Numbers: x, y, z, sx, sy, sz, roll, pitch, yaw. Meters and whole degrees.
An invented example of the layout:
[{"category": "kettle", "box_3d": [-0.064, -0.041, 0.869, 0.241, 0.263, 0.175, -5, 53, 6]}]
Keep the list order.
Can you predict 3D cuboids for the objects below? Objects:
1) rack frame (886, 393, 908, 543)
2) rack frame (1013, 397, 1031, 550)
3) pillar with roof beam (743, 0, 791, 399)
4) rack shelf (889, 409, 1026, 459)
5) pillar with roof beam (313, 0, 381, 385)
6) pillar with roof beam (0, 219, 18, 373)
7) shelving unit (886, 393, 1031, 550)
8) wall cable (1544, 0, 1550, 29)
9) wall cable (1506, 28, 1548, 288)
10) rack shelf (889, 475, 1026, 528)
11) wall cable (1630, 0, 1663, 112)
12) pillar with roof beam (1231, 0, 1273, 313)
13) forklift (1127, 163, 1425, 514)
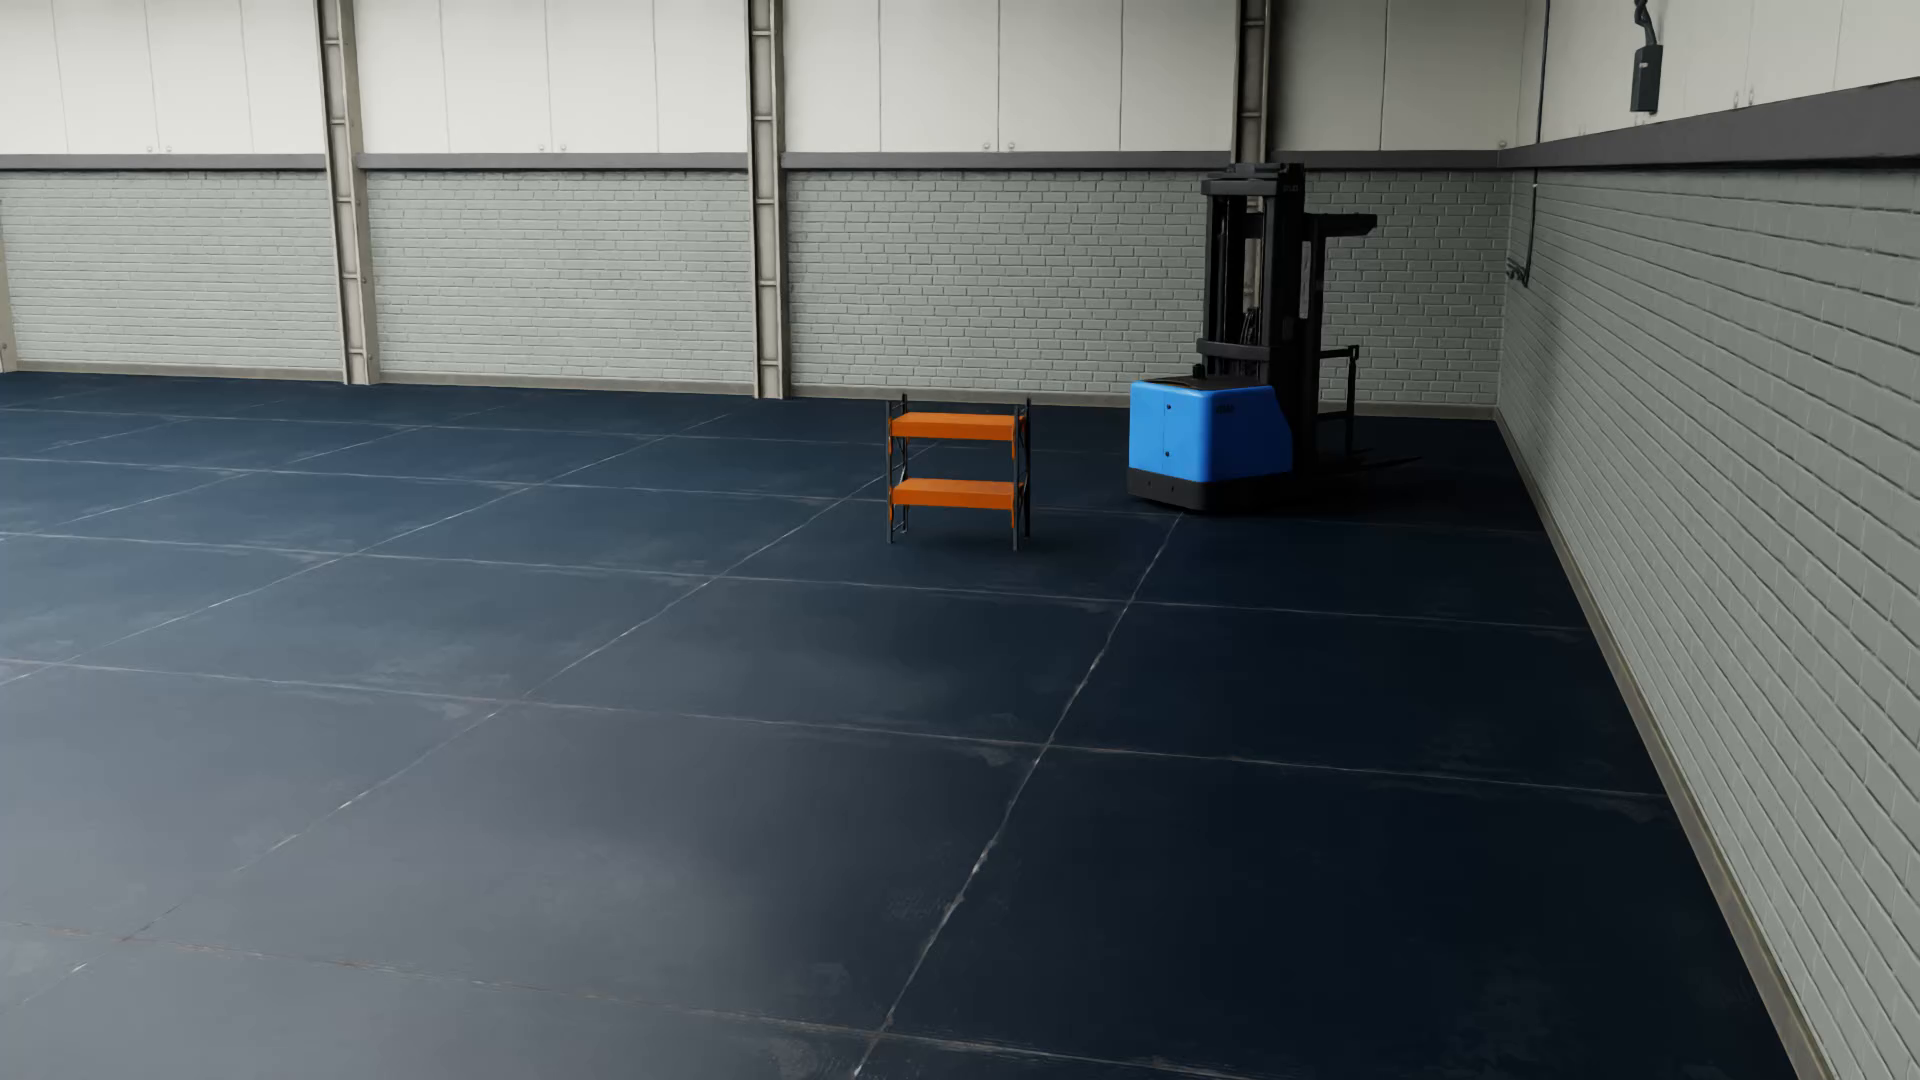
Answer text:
[{"category": "rack frame", "box_3d": [-0.500, -0.576, 13.232, 0.032, 1.125, 0.500, 3, 13, 14]}, {"category": "rack frame", "box_3d": [0.487, -0.523, 12.995, 0.032, 1.125, 0.500, 3, 13, 14]}, {"category": "pillar with roof beam", "box_3d": [-3.463, -5.341, 16.530, 0.400, 9.000, 9.100, 3, 13, 14]}, {"category": "rack shelf", "box_3d": [-0.007, -0.835, 13.050, 1.000, 0.278, 0.538, 3, 13, 14]}, {"category": "pillar with roof beam", "box_3d": [-9.288, -5.652, 17.934, 0.400, 9.000, 9.100, 3, 13, 14]}, {"category": "pillar with roof beam", "box_3d": [-15.113, -5.964, 19.337, 0.400, 9.000, 9.100, 3, 13, 14]}, {"category": "shelving unit", "box_3d": [-0.007, -0.549, 13.113, 1.048, 1.125, 0.538, 3, 13, 14]}, {"category": "wall cable", "box_3d": [5.289, -5.885, 14.490, 0.112, 2.526, 3.097, 3, 13, 14]}, {"category": "wall cable", "box_3d": [5.937, -3.988, 17.601, 0.112, 2.526, 3.097, 3, 13, 14]}, {"category": "rack shelf", "box_3d": [-0.007, -0.311, 13.166, 1.000, 0.278, 0.538, 3, 13, 14]}, {"category": "wall cable", "box_3d": [3.647, -5.168, 7.902, 0.169, 6.003, 2.305, 3, 13, 14]}, {"category": "pillar with roof beam", "box_3d": [2.362, -5.029, 15.127, 0.400, 9.000, 9.100, 3, 13, 14]}, {"category": "forklift", "box_3d": [2.983, -1.879, 14.936, 3.031, 2.935, 1.130, -9, 15, -34]}]
